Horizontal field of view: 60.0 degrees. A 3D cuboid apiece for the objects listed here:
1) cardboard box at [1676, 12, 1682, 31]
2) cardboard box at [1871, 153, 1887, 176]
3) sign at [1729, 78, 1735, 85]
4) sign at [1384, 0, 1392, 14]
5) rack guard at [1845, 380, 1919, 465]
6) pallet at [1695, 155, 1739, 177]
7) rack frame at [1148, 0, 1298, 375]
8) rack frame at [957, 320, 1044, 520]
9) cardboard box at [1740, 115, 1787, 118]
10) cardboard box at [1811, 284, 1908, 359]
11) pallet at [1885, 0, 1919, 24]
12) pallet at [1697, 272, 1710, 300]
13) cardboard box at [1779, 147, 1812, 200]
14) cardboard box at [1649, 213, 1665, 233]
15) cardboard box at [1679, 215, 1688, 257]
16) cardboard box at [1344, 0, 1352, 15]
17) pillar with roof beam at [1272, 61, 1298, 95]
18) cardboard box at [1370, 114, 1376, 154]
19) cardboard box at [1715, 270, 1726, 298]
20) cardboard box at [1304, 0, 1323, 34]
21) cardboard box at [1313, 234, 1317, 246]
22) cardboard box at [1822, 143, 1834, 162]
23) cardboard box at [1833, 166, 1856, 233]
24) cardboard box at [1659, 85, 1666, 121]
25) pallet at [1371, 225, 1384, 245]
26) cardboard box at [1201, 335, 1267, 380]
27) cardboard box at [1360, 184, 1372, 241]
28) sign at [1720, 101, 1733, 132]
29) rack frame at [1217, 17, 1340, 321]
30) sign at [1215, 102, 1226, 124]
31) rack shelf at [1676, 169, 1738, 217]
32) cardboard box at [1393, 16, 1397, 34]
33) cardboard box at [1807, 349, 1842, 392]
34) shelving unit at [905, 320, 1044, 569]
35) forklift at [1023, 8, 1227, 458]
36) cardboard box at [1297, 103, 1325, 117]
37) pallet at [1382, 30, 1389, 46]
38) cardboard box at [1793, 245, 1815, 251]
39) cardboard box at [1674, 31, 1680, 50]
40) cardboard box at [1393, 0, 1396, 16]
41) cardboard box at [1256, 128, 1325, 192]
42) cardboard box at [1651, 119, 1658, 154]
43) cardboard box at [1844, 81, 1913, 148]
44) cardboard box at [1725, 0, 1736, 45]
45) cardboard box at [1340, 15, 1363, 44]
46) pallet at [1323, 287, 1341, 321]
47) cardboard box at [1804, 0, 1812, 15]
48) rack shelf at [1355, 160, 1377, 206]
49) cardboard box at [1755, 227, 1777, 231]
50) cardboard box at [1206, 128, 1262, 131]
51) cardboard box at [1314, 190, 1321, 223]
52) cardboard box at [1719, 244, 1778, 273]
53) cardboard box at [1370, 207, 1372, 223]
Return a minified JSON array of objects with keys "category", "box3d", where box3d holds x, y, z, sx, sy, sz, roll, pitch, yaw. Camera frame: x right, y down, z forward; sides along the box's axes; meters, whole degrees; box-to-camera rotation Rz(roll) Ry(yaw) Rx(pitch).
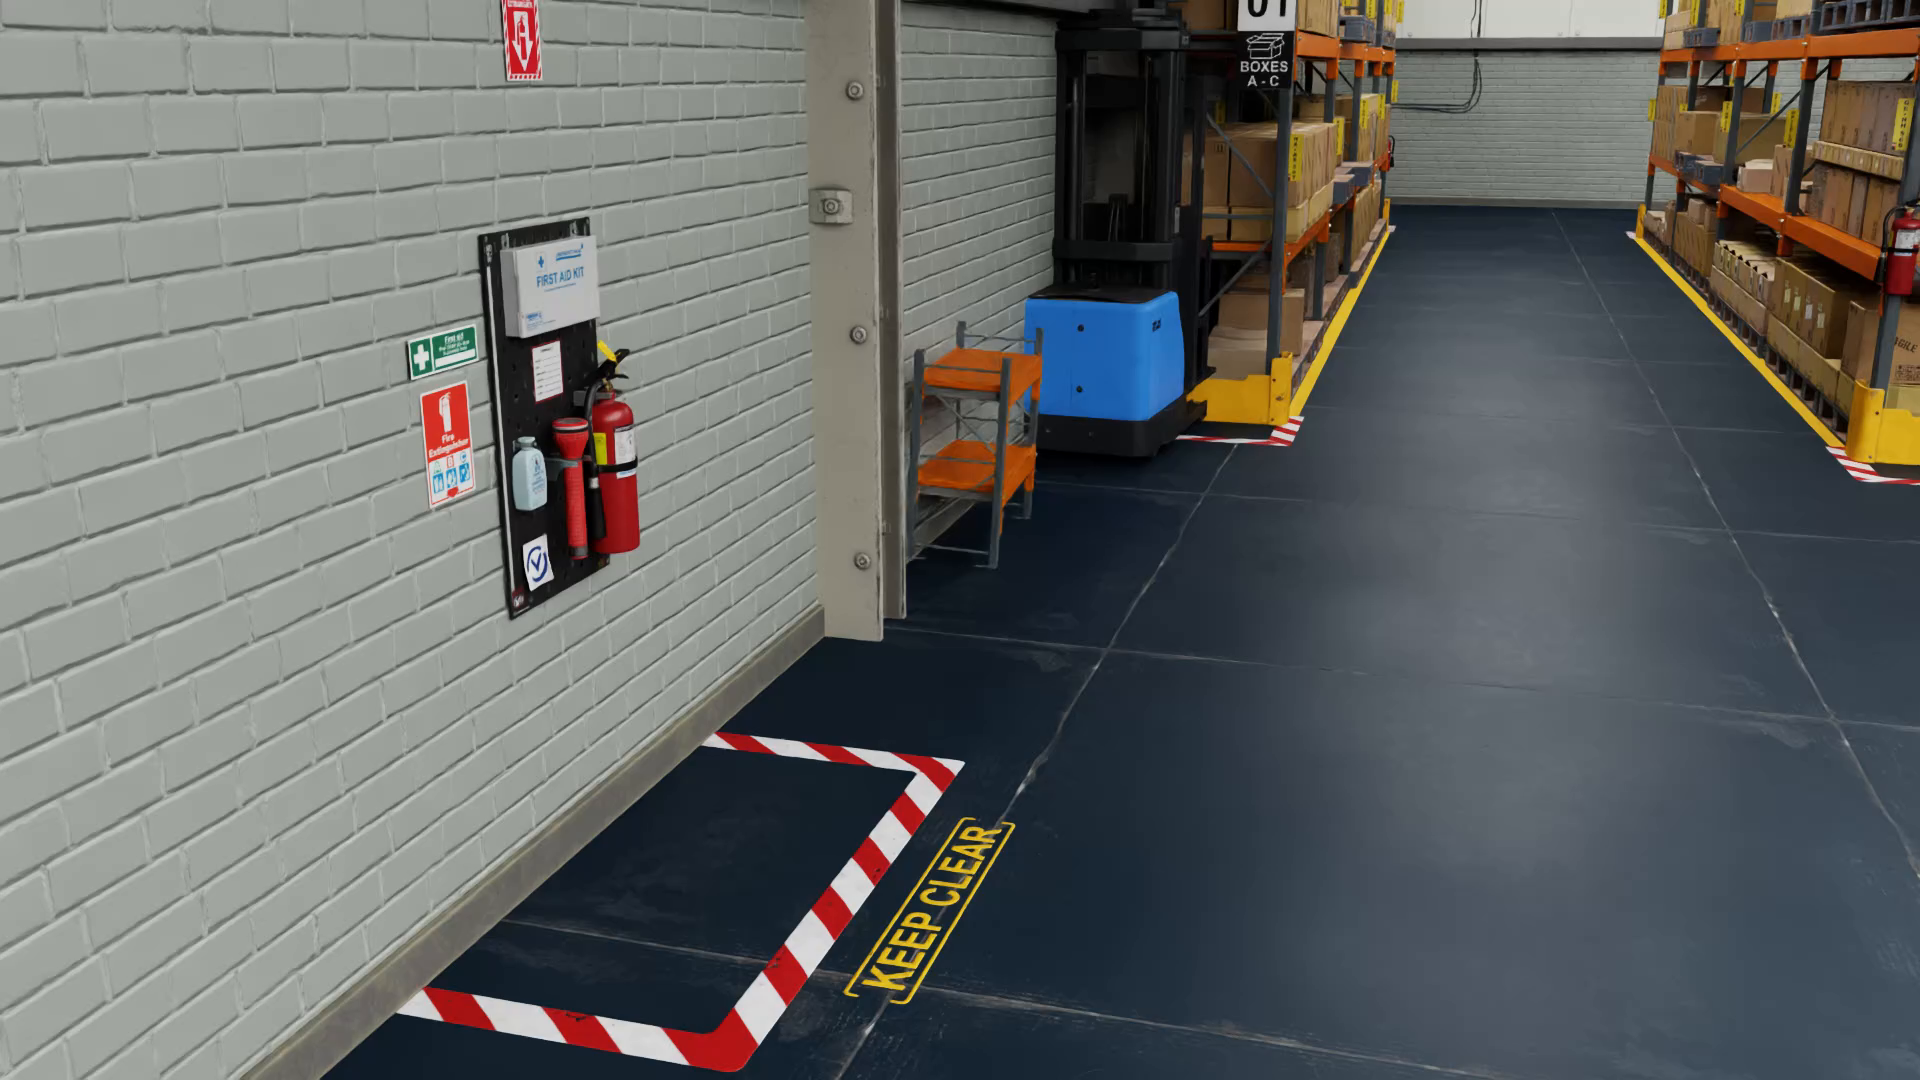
[{"category":"cardboard box","box3d":[10.345,-7.266,23.310,0.500,0.250,0.500,5,16,16]},{"category":"cardboard box","box3d":[6.844,-2.719,12.048,0.380,0.149,0.250,5,17,18]},{"category":"sign","box3d":[11.698,-6.821,25.181,0.100,0.325,0.005,5,16,16]},{"category":"sign","box3d":[5.807,-7.301,22.551,0.100,0.325,0.005,5,16,16]},{"category":"rack guard","box3d":[6.617,-0.766,11.113,1.175,0.500,0.348,5,16,16]},{"category":"pallet","box3d":[9.446,-4.484,19.994,1.003,0.211,1.213,5,16,16]},{"category":"rack frame","box3d":[1.874,-2.358,12.145,1.000,3.000,0.127,5,16,16]},{"category":"rack frame","box3d":[0.199,-0.690,9.646,0.500,1.125,0.032,7,17,11]},{"category":"cardboard box","box3d":[9.412,-4.716,19.505,0.700,0.500,0.500,8,18,26]},{"category":"cardboard box","box3d":[6.761,-1.641,12.512,0.500,0.500,0.500,5,16,16]},{"category":"pallet","box3d":[6.850,-3.558,11.042,1.003,0.211,1.213,5,16,16]},{"category":"pallet","box3d":[9.146,-2.918,19.232,1.003,0.211,1.213,5,16,16]},{"category":"cardboard box","box3d":[8.287,-3.538,16.121,0.500,0.500,0.500,5,16,16]},{"category":"cardboard box","box3d":[10.461,-4.667,24.521,0.500,0.250,0.500,5,16,16]},{"category":"cardboard box","box3d":[9.522,-3.875,21.269,0.500,0.500,0.500,5,17,17]},{"category":"cardboard box","box3d":[4.227,-6.282,19.495,0.700,0.500,0.500,3,16,12]},{"category":"pillar with roof beam","box3d":[8.781,-8.300,22.100,9.100,9.000,0.400,5,16,16]},{"category":"cardboard box","box3d":[5.259,-5.423,22.188,0.500,0.500,0.500,5,17,16]},{"category":"cardboard box","box3d":[8.325,-2.701,17.624,0.500,0.250,0.500,4,16,14]},{"category":"cardboard box","box3d":[2.539,-4.200,12.925,0.500,0.500,0.500,5,17,18]},{"category":"cardboard box","box3d":[3.629,-3.349,18.040,0.500,0.250,0.500,5,16,16]},{"category":"cardboard box","box3d":[7.356,-3.193,13.716,0.380,0.149,0.250,4,16,14]},{"category":"cardboard box","box3d":[7.351,-2.683,13.109,0.700,0.500,0.500,5,17,17]},{"category":"cardboard box","box3d":[10.651,-6.457,24.580,0.500,0.500,0.500,5,17,16]},{"category":"pallet","box3d":[5.920,-4.669,25.403,1.003,0.211,1.213,5,16,16]},{"category":"cardboard box","box3d":[2.157,-1.450,13.065,0.500,0.311,0.500,3,16,10]},{"category":"cardboard box","box3d":[5.224,-4.485,22.814,0.750,0.750,0.750,5,17,17]},{"category":"sign","box3d":[8.375,-4.626,18.165,0.100,0.325,0.005,5,16,16]},{"category":"rack frame","box3d":[3.011,-3.404,15.834,1.000,3.000,0.127,5,16,16]},{"category":"sign","box3d":[2.477,-4.003,15.825,0.100,0.325,0.005,5,16,16]},{"category":"rack shelf","box3d":[9.466,-4.245,20.116,1.077,0.370,4.000,5,16,16]},{"category":"cardboard box","box3d":[6.467,-7.953,25.695,0.500,0.250,0.500,5,17,18]},{"category":"cardboard box","box3d":[6.764,-1.280,12.613,0.500,0.250,0.500,5,16,16]},{"category":"shelving unit","box3d":[0.092,-0.553,9.168,0.538,1.125,1.048,7,17,11]},{"category":"forklift","box3d":[1.279,-2.318,12.131,1.130,2.935,3.031,6,17,20]},{"category":"cardboard box","box3d":[4.001,-4.845,18.734,0.380,0.149,0.250,2,16,7]},{"category":"pallet","box3d":[5.527,-7.111,23.568,1.003,0.211,1.213,5,16,16]},{"category":"cardboard box","box3d":[8.844,-2.924,17.383,0.500,0.311,0.500,4,16,15]},{"category":"cardboard box","box3d":[10.350,-7.025,23.376,0.500,0.250,0.500,5,16,16]},{"category":"cardboard box","box3d":[6.322,-8.183,25.132,0.500,0.500,0.500,5,17,18]},{"category":"cardboard box","box3d":[2.736,-3.157,13.826,0.500,0.500,0.500,5,17,18]},{"category":"cardboard box","box3d":[10.792,-6.113,25.201,0.500,0.500,0.500,5,17,17]},{"category":"cardboard box","box3d":[7.356,-3.313,12.953,0.700,0.500,0.500,5,16,16]},{"category":"cardboard box","box3d":[9.134,-5.809,18.632,0.910,0.500,0.500,5,16,16]},{"category":"cardboard box","box3d":[4.201,-5.651,18.386,0.500,0.311,0.500,5,16,16]},{"category":"pallet","box3d":[3.575,-2.587,18.062,1.003,0.211,1.213,5,16,16]},{"category":"cardboard box","box3d":[8.363,-5.089,15.784,0.500,0.250,0.500,3,16,11]},{"category":"rack shelf","box3d":[4.716,-4.628,21.467,1.077,0.370,4.000,5,16,16]},{"category":"cardboard box","box3d":[9.592,-3.442,19.741,0.500,0.500,0.500,4,16,15]},{"category":"cardboard box","box3d":[2.242,-3.194,13.957,0.500,0.500,0.500,5,17,17]},{"category":"cardboard box","box3d":[2.747,-2.800,13.942,0.500,0.250,0.500,5,17,16]},{"category":"cardboard box","box3d":[8.326,-2.964,17.525,0.500,0.311,0.500,4,16,14]},{"category":"cardboard box","box3d":[5.595,-4.684,24.159,0.700,0.500,0.500,5,17,17]}]
